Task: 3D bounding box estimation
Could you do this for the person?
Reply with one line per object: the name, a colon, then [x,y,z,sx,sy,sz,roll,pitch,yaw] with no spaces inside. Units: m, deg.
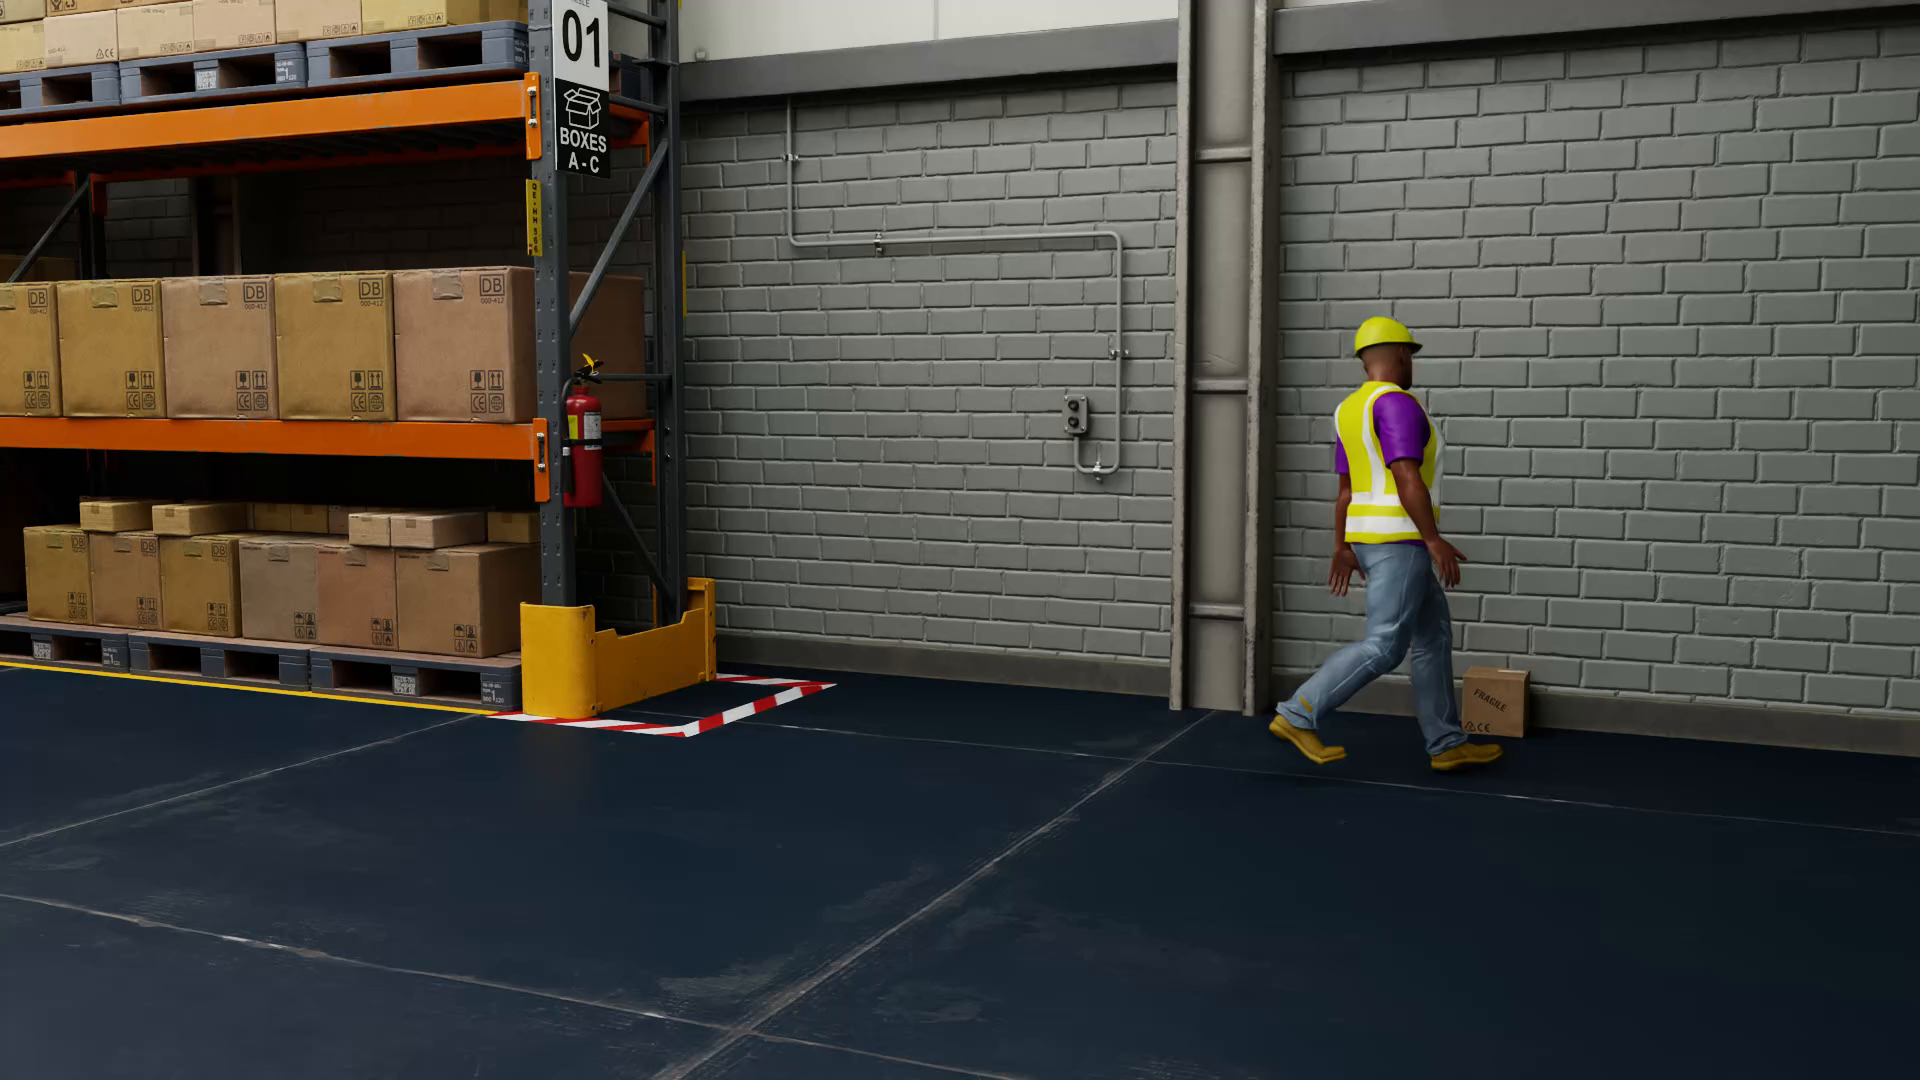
person: [1.627,0.019,6.286,0.949,1.725,0.655,0,6,-3]
